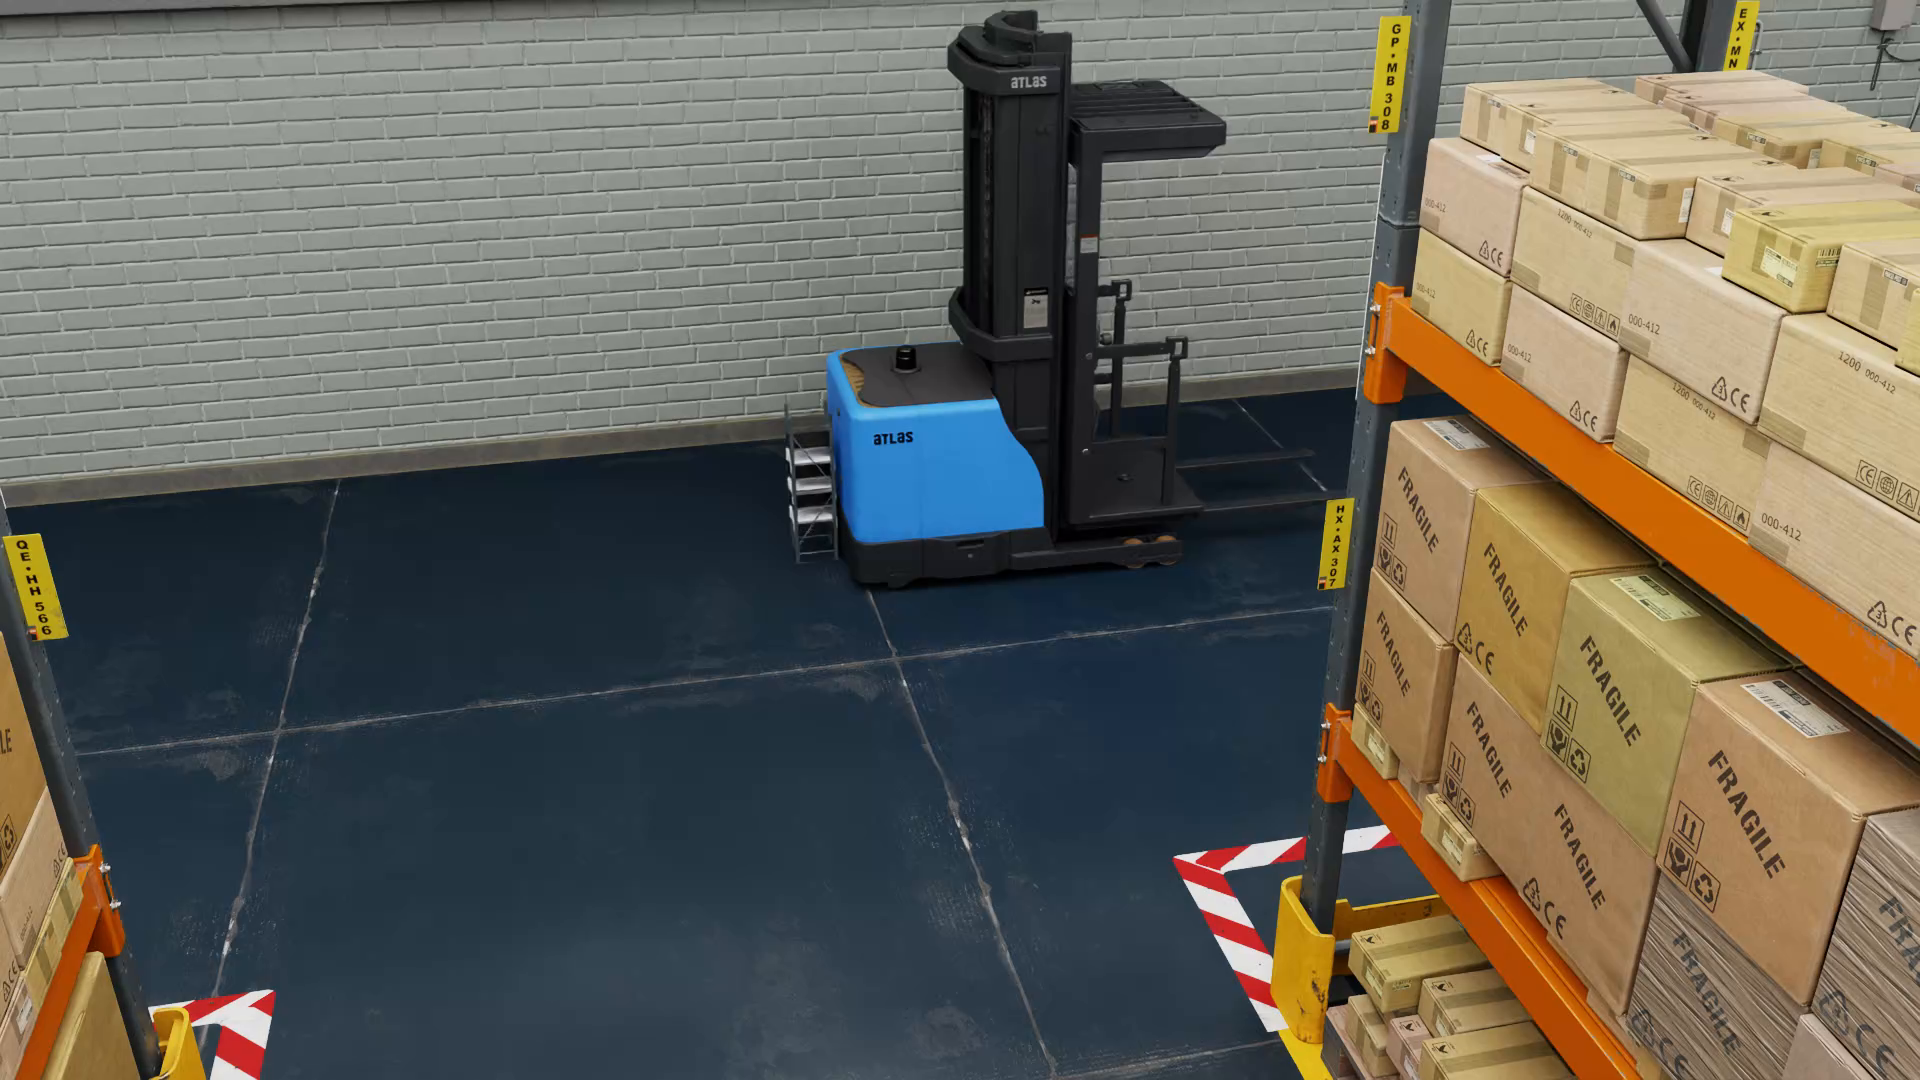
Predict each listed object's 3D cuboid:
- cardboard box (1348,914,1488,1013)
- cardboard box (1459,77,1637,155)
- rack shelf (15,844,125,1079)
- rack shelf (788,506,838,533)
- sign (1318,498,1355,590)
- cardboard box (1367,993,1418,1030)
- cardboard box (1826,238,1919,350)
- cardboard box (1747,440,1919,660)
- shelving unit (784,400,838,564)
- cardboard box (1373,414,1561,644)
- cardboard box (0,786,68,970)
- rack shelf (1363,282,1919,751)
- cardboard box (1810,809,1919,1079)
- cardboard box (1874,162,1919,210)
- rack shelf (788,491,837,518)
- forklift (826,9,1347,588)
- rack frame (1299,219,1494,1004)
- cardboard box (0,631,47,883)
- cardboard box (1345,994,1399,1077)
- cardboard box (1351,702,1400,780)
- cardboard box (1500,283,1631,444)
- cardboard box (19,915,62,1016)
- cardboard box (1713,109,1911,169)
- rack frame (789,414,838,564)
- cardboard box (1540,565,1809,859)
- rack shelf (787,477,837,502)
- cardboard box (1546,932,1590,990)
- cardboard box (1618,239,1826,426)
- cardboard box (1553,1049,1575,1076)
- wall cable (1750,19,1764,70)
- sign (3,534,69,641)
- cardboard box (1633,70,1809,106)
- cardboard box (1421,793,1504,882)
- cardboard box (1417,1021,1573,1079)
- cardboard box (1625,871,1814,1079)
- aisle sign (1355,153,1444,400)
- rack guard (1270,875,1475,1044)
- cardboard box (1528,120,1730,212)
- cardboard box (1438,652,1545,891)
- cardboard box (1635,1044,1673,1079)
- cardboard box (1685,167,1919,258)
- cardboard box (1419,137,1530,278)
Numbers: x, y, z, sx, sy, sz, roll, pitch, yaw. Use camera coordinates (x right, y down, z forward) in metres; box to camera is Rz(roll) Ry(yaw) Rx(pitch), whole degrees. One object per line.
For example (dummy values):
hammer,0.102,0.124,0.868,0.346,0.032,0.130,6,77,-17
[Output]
cardboard box,1.546,1.430,5.625,0.380,0.149,0.250,-7,28,-14
cardboard box,1.611,-1.162,4.564,0.380,0.149,0.250,-6,27,-12
rack shelf,-2.645,2.004,3.248,1.077,0.370,4.000,-6,27,-12
rack shelf,-0.838,-0.131,9.484,0.258,0.077,0.200,-6,27,-11
sign,1.231,0.015,5.431,0.100,0.325,0.005,-6,27,-12
cardboard box,1.627,1.554,5.709,0.380,0.149,0.250,-5,27,-9
cardboard box,1.932,-0.477,3.207,0.380,0.149,0.250,-5,27,-10
cardboard box,1.960,-0.019,3.296,0.500,0.250,0.500,-6,27,-12
shelving unit,-0.838,-0.322,9.388,0.258,0.900,0.210,-6,27,-11
cardboard box,1.602,-0.054,4.977,0.500,0.500,0.500,-6,27,-12
cardboard box,-2.728,0.925,4.424,0.500,0.250,0.500,-6,27,-12
rack shelf,2.210,0.206,3.482,1.077,0.370,4.000,-6,27,-12
cardboard box,2.068,0.847,3.193,0.500,0.500,0.500,-5,27,-10
cardboard box,2.303,-0.758,3.763,0.380,0.149,0.250,-7,28,-13
rack shelf,-0.838,-0.212,9.443,0.258,0.077,0.200,-6,27,-11
forklift,0.794,-1.373,9.218,3.031,2.935,1.130,-6,27,-11
rack frame,1.759,0.346,5.736,1.000,3.000,0.127,-6,27,-12
cardboard box,-2.730,0.592,4.253,0.500,0.500,0.500,-6,27,-11
cardboard box,1.566,1.694,5.763,0.380,0.149,0.250,-5,27,-11
cardboard box,1.513,0.634,5.445,0.380,0.149,0.250,-6,27,-12
cardboard box,1.726,-0.472,4.193,0.500,0.250,0.500,-5,27,-10
cardboard box,-2.634,1.154,4.413,0.380,0.149,0.250,-6,27,-11
cardboard box,2.139,-0.980,4.204,0.380,0.149,0.250,-7,28,-13
rack frame,-0.817,-0.277,9.299,0.240,0.900,0.006,-6,27,-11
cardboard box,1.817,0.398,4.082,0.500,0.500,0.500,-7,28,-13
rack shelf,-0.838,-0.292,9.403,0.258,0.077,0.200,-6,27,-11
cardboard box,1.848,1.086,4.548,0.380,0.149,0.250,-6,27,-12
cardboard box,1.826,-0.478,3.651,0.500,0.250,0.500,-6,27,-11
cardboard box,1.775,1.779,5.264,0.380,0.149,0.250,-6,27,-11
wall cable,5.266,-3.142,11.483,0.585,1.953,0.123,-6,27,-12
sign,-2.564,0.134,4.609,0.100,0.325,0.005,-6,27,-12
cardboard box,2.121,-1.211,4.661,0.380,0.149,0.250,-6,27,-12
cardboard box,1.619,0.865,4.987,0.380,0.149,0.250,-7,28,-13
cardboard box,1.658,1.663,5.165,0.380,0.149,0.250,-6,27,-12
cardboard box,1.956,1.065,3.869,0.500,0.500,0.500,-7,28,-13
aisle sign,1.451,-0.816,5.153,0.394,0.787,0.004,-6,27,-12
rack guard,1.777,1.495,6.233,1.175,0.500,0.348,-6,27,-12
cardboard box,1.641,-0.922,4.088,0.380,0.149,0.250,-6,27,-12
cardboard box,1.737,0.626,4.740,0.500,0.500,0.500,-6,27,-11
cardboard box,1.914,1.313,4.098,0.380,0.149,0.250,-5,27,-10
cardboard box,1.856,-0.713,3.673,0.380,0.149,0.250,-5,27,-10
cardboard box,1.607,-0.926,4.538,0.500,0.250,0.500,-6,27,-11
